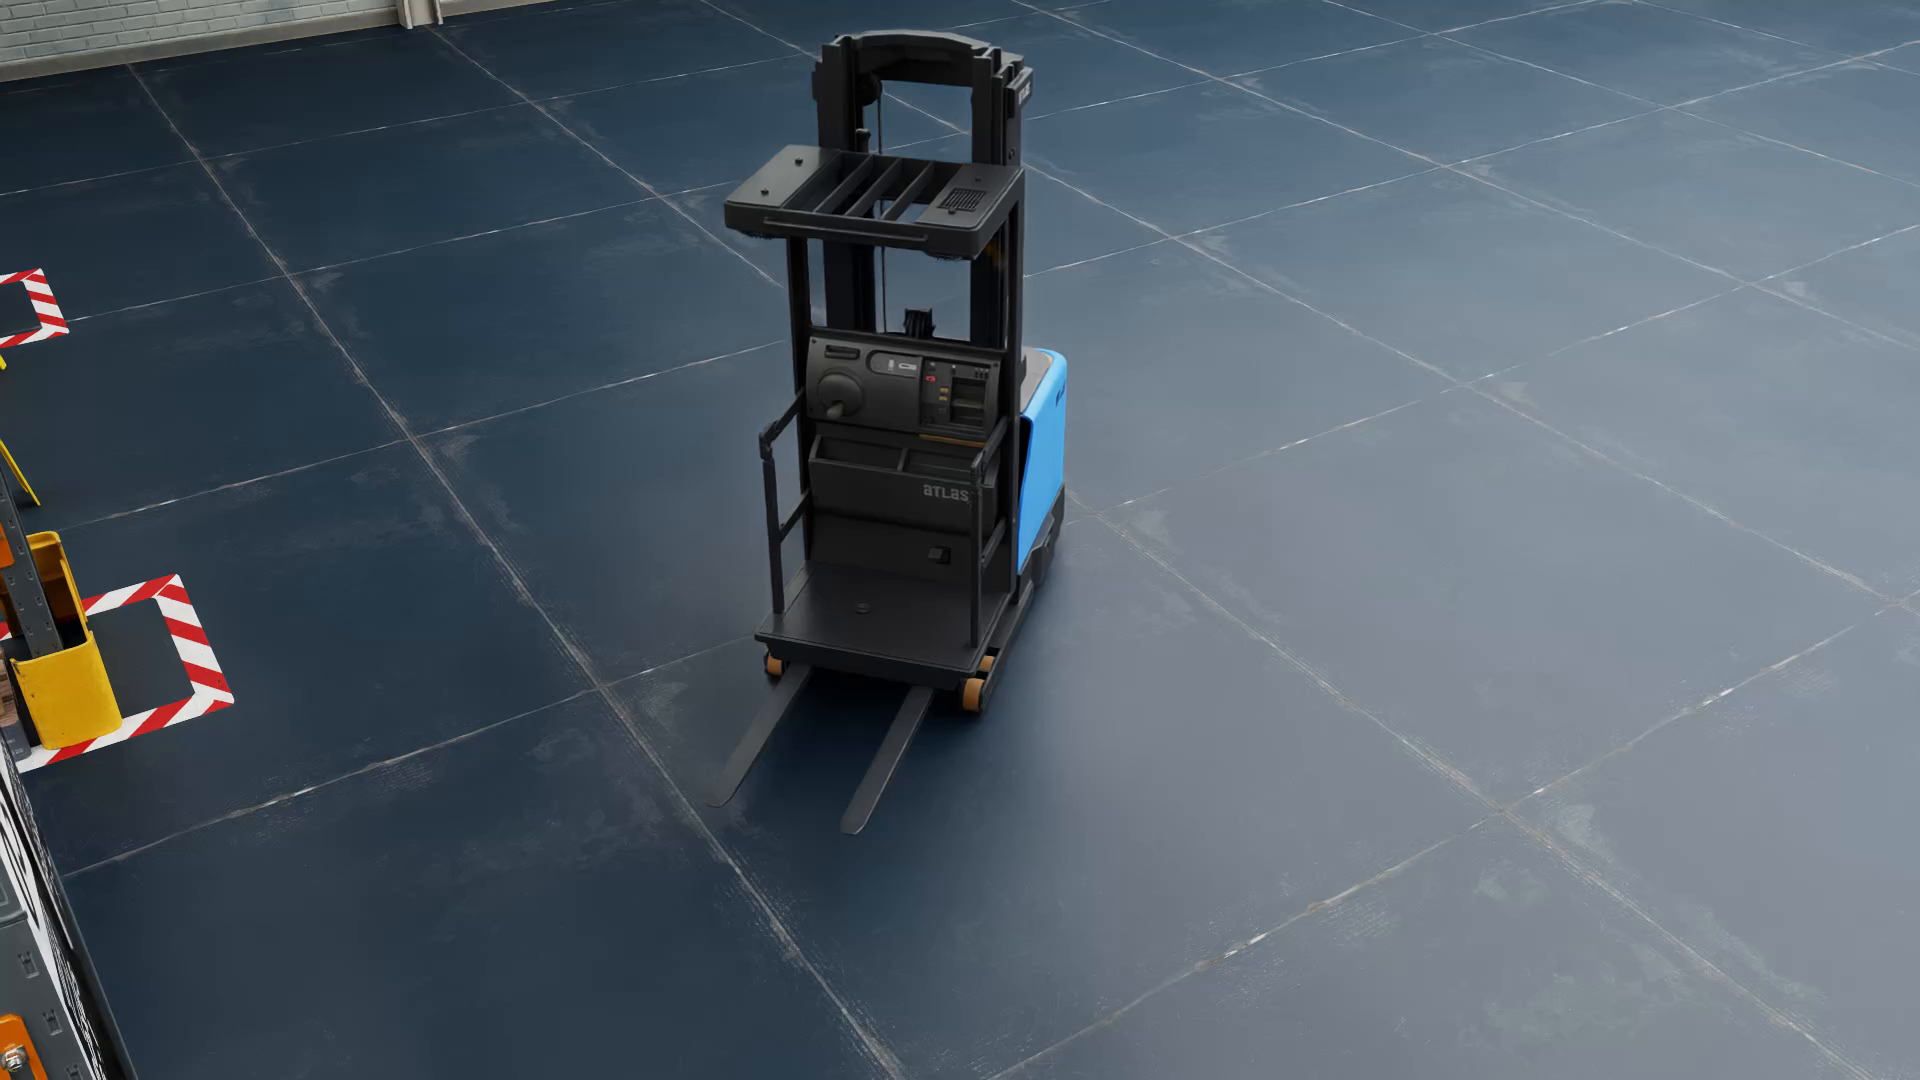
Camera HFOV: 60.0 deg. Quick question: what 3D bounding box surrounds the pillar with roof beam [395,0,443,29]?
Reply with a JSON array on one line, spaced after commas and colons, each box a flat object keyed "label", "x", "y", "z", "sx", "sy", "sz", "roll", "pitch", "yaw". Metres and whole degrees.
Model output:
[{"label": "pillar with roof beam", "x": -3.577, "y": -7.544, "z": 12.775, "sx": 0.400, "sy": 9.000, "sz": 9.100, "roll": -19, "pitch": 37, "yaw": -27}]

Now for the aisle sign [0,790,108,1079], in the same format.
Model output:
[{"label": "aisle sign", "x": -1.602, "y": 0.686, "z": 2.914, "sx": 0.004, "sy": 0.787, "sz": 0.394, "roll": -19, "pitch": 37, "yaw": -27}]

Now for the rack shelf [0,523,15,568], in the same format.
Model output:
[{"label": "rack shelf", "x": -6.100, "y": 0.298, "z": 6.640, "sx": 4.000, "sy": 0.370, "sz": 1.077, "roll": -19, "pitch": 37, "yaw": -27}]

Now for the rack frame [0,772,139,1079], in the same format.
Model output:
[{"label": "rack frame", "x": -1.817, "y": 1.669, "z": 3.793, "sx": 0.127, "sy": 3.000, "sz": 1.000, "roll": -19, "pitch": 37, "yaw": -27}]

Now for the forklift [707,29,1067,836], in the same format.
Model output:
[{"label": "forklift", "x": -0.326, "y": -0.653, "z": 7.538, "sx": 1.130, "sy": 2.935, "sz": 3.031, "roll": 9, "pitch": 33, "yaw": 14}]

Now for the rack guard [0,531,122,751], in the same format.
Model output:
[{"label": "rack guard", "x": -4.399, "y": 0.466, "z": 8.043, "sx": 0.348, "sy": 0.500, "sz": 1.175, "roll": -19, "pitch": 37, "yaw": -27}]

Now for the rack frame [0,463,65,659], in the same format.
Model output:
[{"label": "rack frame", "x": -4.419, "y": -0.584, "z": 7.365, "sx": 0.127, "sy": 3.000, "sz": 1.000, "roll": -19, "pitch": 37, "yaw": -27}]

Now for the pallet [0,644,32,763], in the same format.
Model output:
[{"label": "pallet", "x": -5.049, "y": 0.861, "z": 7.687, "sx": 1.213, "sy": 0.211, "sz": 1.003, "roll": -19, "pitch": 37, "yaw": -27}]

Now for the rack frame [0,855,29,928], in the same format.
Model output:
[{"label": "rack frame", "x": -1.817, "y": -0.868, "z": 2.192, "sx": 0.127, "sy": 3.000, "sz": 1.000, "roll": -19, "pitch": 37, "yaw": -27}]

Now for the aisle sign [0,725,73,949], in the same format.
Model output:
[{"label": "aisle sign", "x": -1.927, "y": 0.417, "z": 3.341, "sx": 0.004, "sy": 0.787, "sz": 0.394, "roll": -19, "pitch": 37, "yaw": -27}]

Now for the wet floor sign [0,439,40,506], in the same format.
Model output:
[{"label": "wet floor sign", "x": -5.468, "y": -0.485, "z": 9.414, "sx": 0.232, "sy": 0.644, "sz": 0.267, "roll": -26, "pitch": 41, "yaw": -35}]

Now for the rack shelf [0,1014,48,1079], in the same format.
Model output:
[{"label": "rack shelf", "x": -3.498, "y": 1.283, "z": 2.268, "sx": 4.000, "sy": 0.370, "sz": 1.077, "roll": -19, "pitch": 37, "yaw": -27}]

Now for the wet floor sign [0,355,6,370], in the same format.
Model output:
[{"label": "wet floor sign", "x": -6.447, "y": -1.354, "z": 10.792, "sx": 0.232, "sy": 0.644, "sz": 0.267, "roll": -7, "pitch": 33, "yaw": -11}]

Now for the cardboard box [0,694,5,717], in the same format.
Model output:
[{"label": "cardboard box", "x": -4.954, "y": 0.362, "z": 7.462, "sx": 0.875, "sy": 0.875, "sz": 0.875, "roll": -19, "pitch": 37, "yaw": -27}]
